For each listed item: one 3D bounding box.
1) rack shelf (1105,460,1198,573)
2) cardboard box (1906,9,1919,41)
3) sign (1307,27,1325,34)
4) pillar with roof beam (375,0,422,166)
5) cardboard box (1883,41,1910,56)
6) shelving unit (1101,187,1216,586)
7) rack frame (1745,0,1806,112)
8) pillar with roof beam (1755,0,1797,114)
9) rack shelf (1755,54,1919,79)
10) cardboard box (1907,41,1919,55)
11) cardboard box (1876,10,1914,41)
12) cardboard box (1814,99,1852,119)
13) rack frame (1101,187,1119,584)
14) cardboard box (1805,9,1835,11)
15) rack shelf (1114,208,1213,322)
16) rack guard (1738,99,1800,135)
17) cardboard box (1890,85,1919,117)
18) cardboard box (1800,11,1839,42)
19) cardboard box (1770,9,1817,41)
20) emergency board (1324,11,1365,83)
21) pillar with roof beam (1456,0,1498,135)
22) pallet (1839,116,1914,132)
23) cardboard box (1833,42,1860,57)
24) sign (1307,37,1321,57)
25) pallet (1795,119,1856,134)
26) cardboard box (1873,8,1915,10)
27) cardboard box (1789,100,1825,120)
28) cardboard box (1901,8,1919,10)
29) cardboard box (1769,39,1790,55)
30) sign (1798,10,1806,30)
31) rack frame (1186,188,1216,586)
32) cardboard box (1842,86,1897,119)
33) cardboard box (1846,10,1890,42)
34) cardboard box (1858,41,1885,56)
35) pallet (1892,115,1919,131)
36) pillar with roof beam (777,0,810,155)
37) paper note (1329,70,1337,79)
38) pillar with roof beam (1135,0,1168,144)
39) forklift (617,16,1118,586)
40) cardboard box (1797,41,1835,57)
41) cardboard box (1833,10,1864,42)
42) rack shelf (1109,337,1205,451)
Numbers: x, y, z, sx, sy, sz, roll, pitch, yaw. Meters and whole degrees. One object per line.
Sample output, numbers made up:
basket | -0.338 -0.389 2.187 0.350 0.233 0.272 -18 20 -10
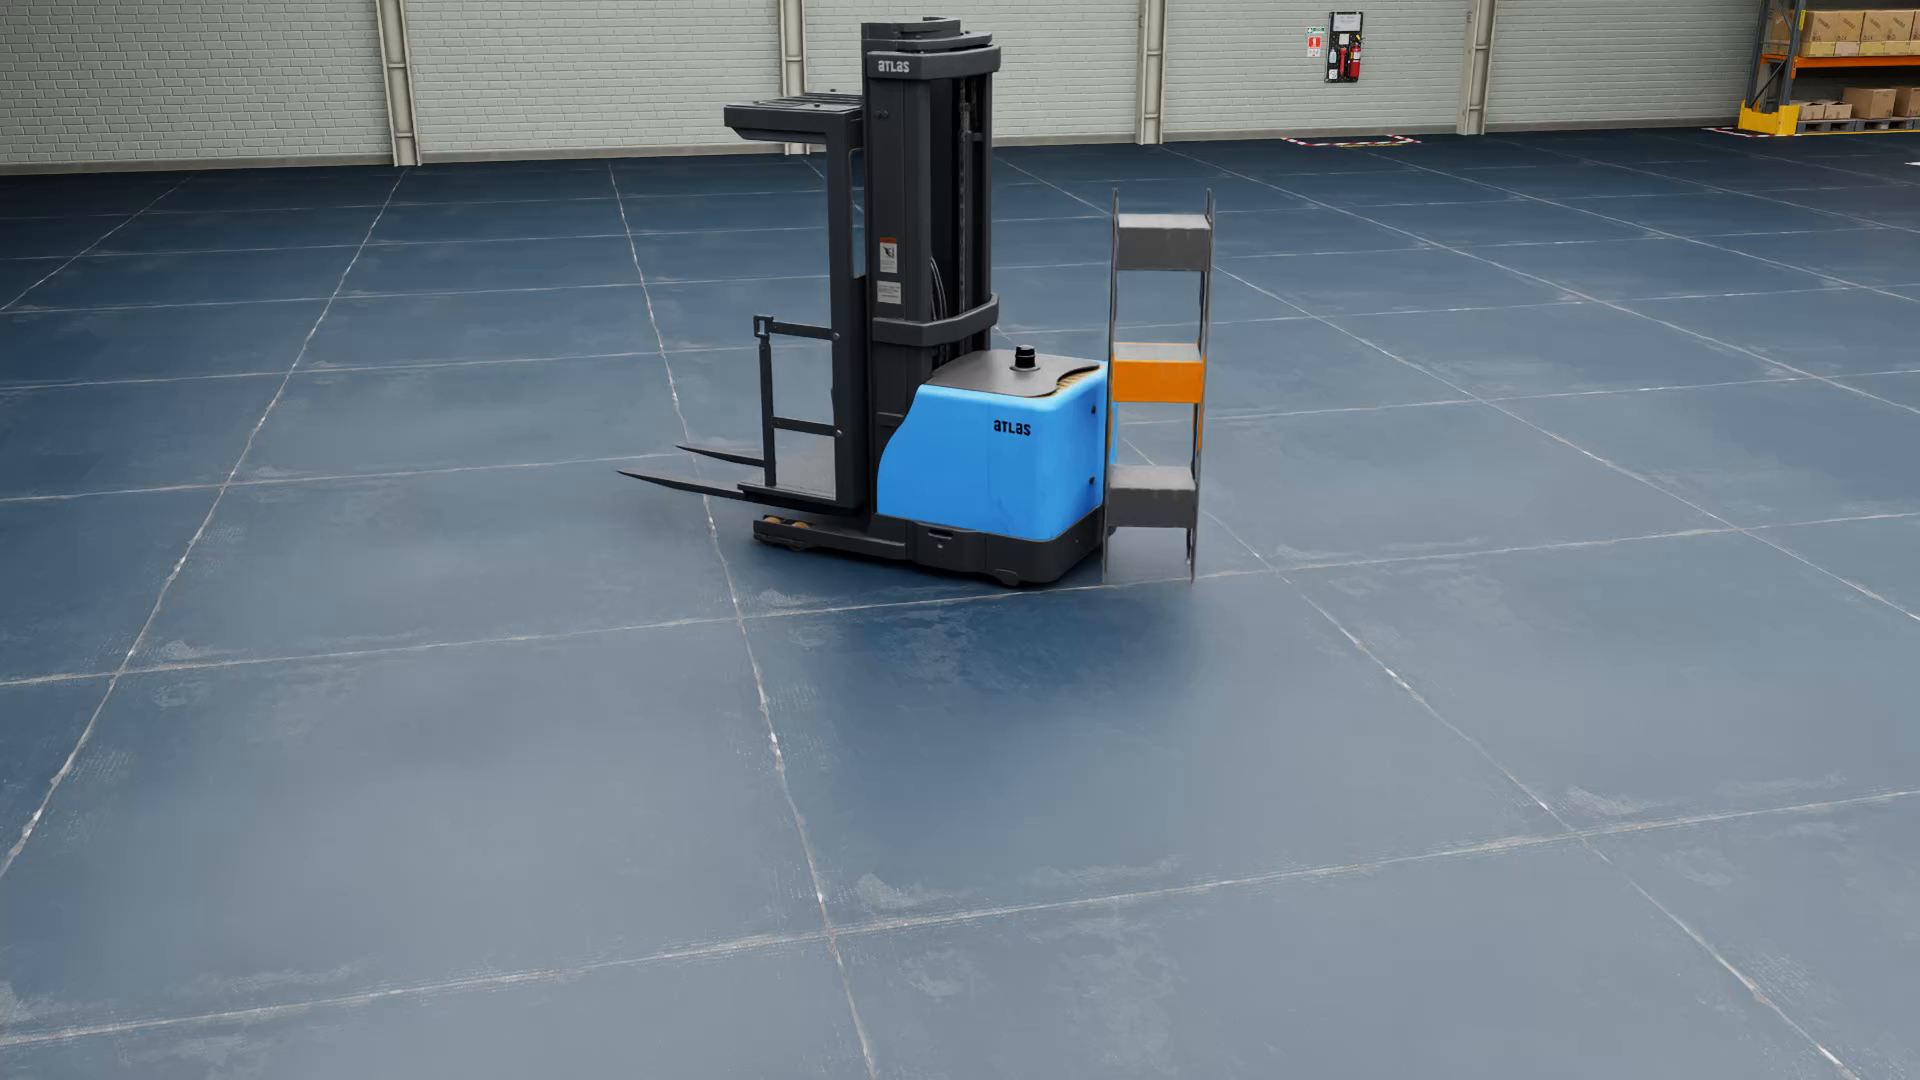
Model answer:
rack shelf | 1.047 -0.138 9.207 0.480 0.518 0.431 1 20 3
cardboard box | 16.914 -9.128 29.470 0.500 0.500 0.500 -5 21 -14
sign | 6.061 -8.679 28.325 0.331 0.109 0.001 -5 21 -12
pillar with roof beam | -7.496 -8.560 20.099 0.400 9.000 9.100 -5 21 -12
cardboard box | 16.427 -8.733 29.484 0.500 0.250 0.500 -4 21 -12
shelving unit | 1.050 -0.807 8.959 0.503 2.100 0.431 1 20 3
rack frame | 14.387 -8.738 29.309 0.127 3.000 1.000 -5 21 -12
pillar with roof beam | 15.860 -10.459 25.285 0.400 9.000 9.100 -5 21 -12
rack shelf | 16.334 -8.559 29.865 4.000 0.370 1.077 -5 21 -12
cardboard box | 16.916 -8.773 29.593 0.500 0.250 0.500 -5 21 -13
cardboard box | 16.408 -9.086 29.357 0.500 0.500 0.500 -4 20 -11
cardboard box | 15.636 -7.752 29.886 0.500 0.311 0.500 -3 20 -8
rack frame | 0.807 -0.813 8.972 0.015 2.100 0.400 1 20 3
cardboard box | 15.289 -9.175 29.598 0.500 0.500 0.500 -4 21 -12
rack shelf | 1.053 -1.450 8.720 0.480 0.518 0.431 1 20 3
rack guard | 14.461 -7.571 29.755 0.348 0.500 1.175 -5 21 -12
cardboard box | 17.279 -7.992 30.267 0.500 0.500 0.500 -6 21 -17
cardboard box | 14.921 -8.967 29.031 0.500 0.500 0.500 -5 21 -12
cardboard box | 14.797 -9.138 29.498 0.500 0.500 0.500 -5 21 -13
emergency board | 6.617 -8.426 28.455 0.643 1.169 0.194 -5 21 -12
pillar with roof beam | 10.021 -9.984 23.988 0.400 9.000 9.100 -5 21 -12
pallet | 16.445 -7.583 30.208 1.213 0.211 1.003 -5 21 -12
cardboard box | 15.437 -8.656 29.272 0.500 0.250 0.500 -5 21 -14
sign | 6.055 -8.433 28.424 0.234 0.329 0.001 -5 21 -12
pallet | 15.260 -7.488 29.948 1.213 0.211 1.003 -5 21 -12
cardboard box | 16.784 -9.302 29.945 0.500 0.500 0.500 -4 21 -11
cardboard box | 15.081 -7.707 29.763 0.500 0.311 0.500 -7 21 -19
cardboard box | 17.270 -9.339 30.047 0.500 0.500 0.500 -5 21 -13
cardboard box | 14.798 -8.779 29.609 0.500 0.250 0.500 -4 21 -12
sign | 14.512 -8.963 28.664 0.005 0.325 0.100 -5 21 -12
rack frame | 1.294 -0.801 8.946 0.015 2.100 0.400 1 20 3
cardboard box | 16.362 -7.882 29.966 0.500 0.500 0.700 -6 21 -16
cardboard box | 15.909 -9.041 29.234 0.500 0.500 0.500 -5 21 -14
cardboard box | 15.934 -8.694 29.376 0.500 0.250 0.500 -5 21 -13
pallet | 17.634 -7.681 30.475 1.213 0.211 1.003 -5 21 -12
pillar with roof beam | -1.657 -9.035 21.396 0.400 9.000 9.100 -5 21 -12
paper note | 6.429 -8.021 28.631 0.142 0.148 0.016 -5 21 -12
pillar with roof beam | 4.182 -9.510 22.692 0.400 9.000 9.100 -5 21 -12
forklift | -0.634 -1.461 9.543 3.031 2.935 1.130 10 22 25
cardboard box | 14.935 -8.610 29.146 0.500 0.250 0.500 -5 21 -14
cardboard box | 15.404 -9.003 29.128 0.500 0.500 0.500 -5 21 -12
rack shelf | 1.050 -0.794 8.964 0.480 0.518 0.431 1 20 3
